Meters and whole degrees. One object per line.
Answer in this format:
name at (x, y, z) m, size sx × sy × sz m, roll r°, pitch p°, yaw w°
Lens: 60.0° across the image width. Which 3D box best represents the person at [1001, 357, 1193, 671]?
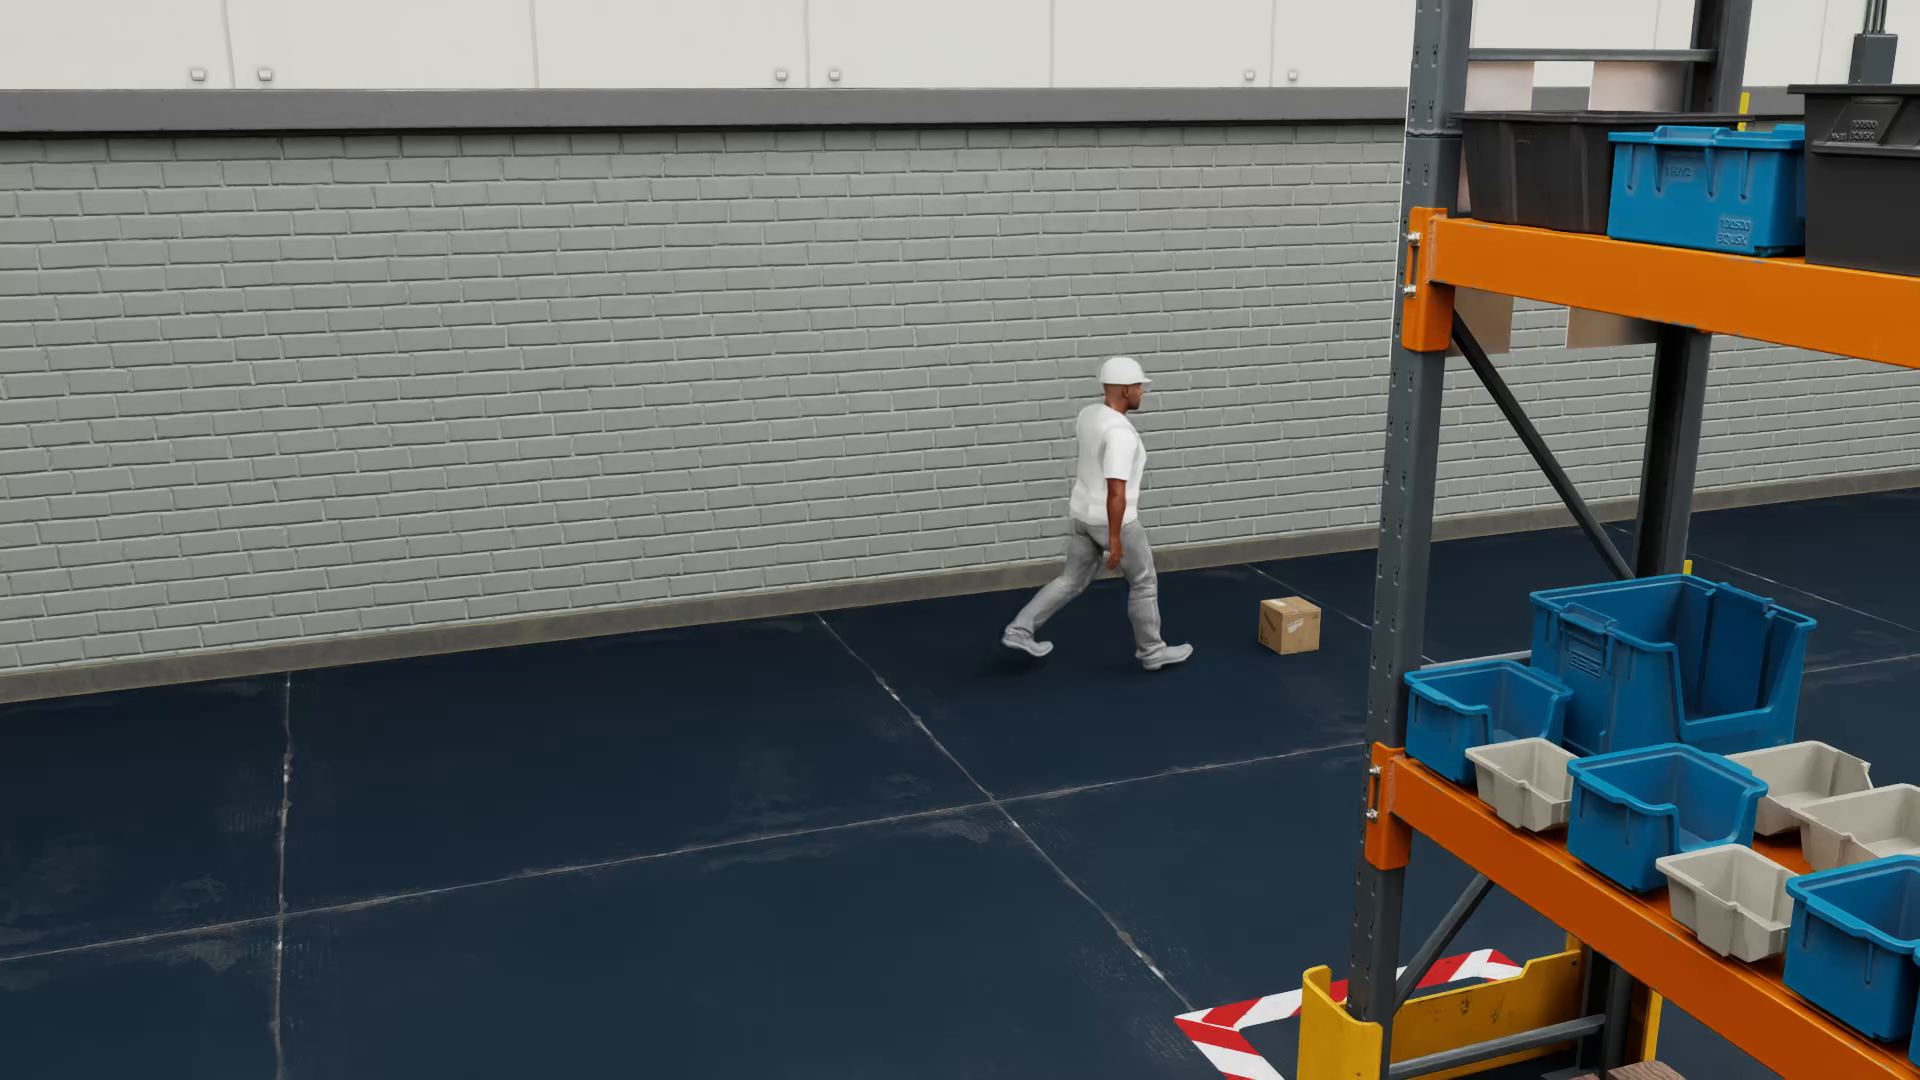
person at (0.773, -0.120, 8.953) m, size 1.041 × 1.732 × 0.594 m, roll -6°, pitch 17°, yaw -21°
